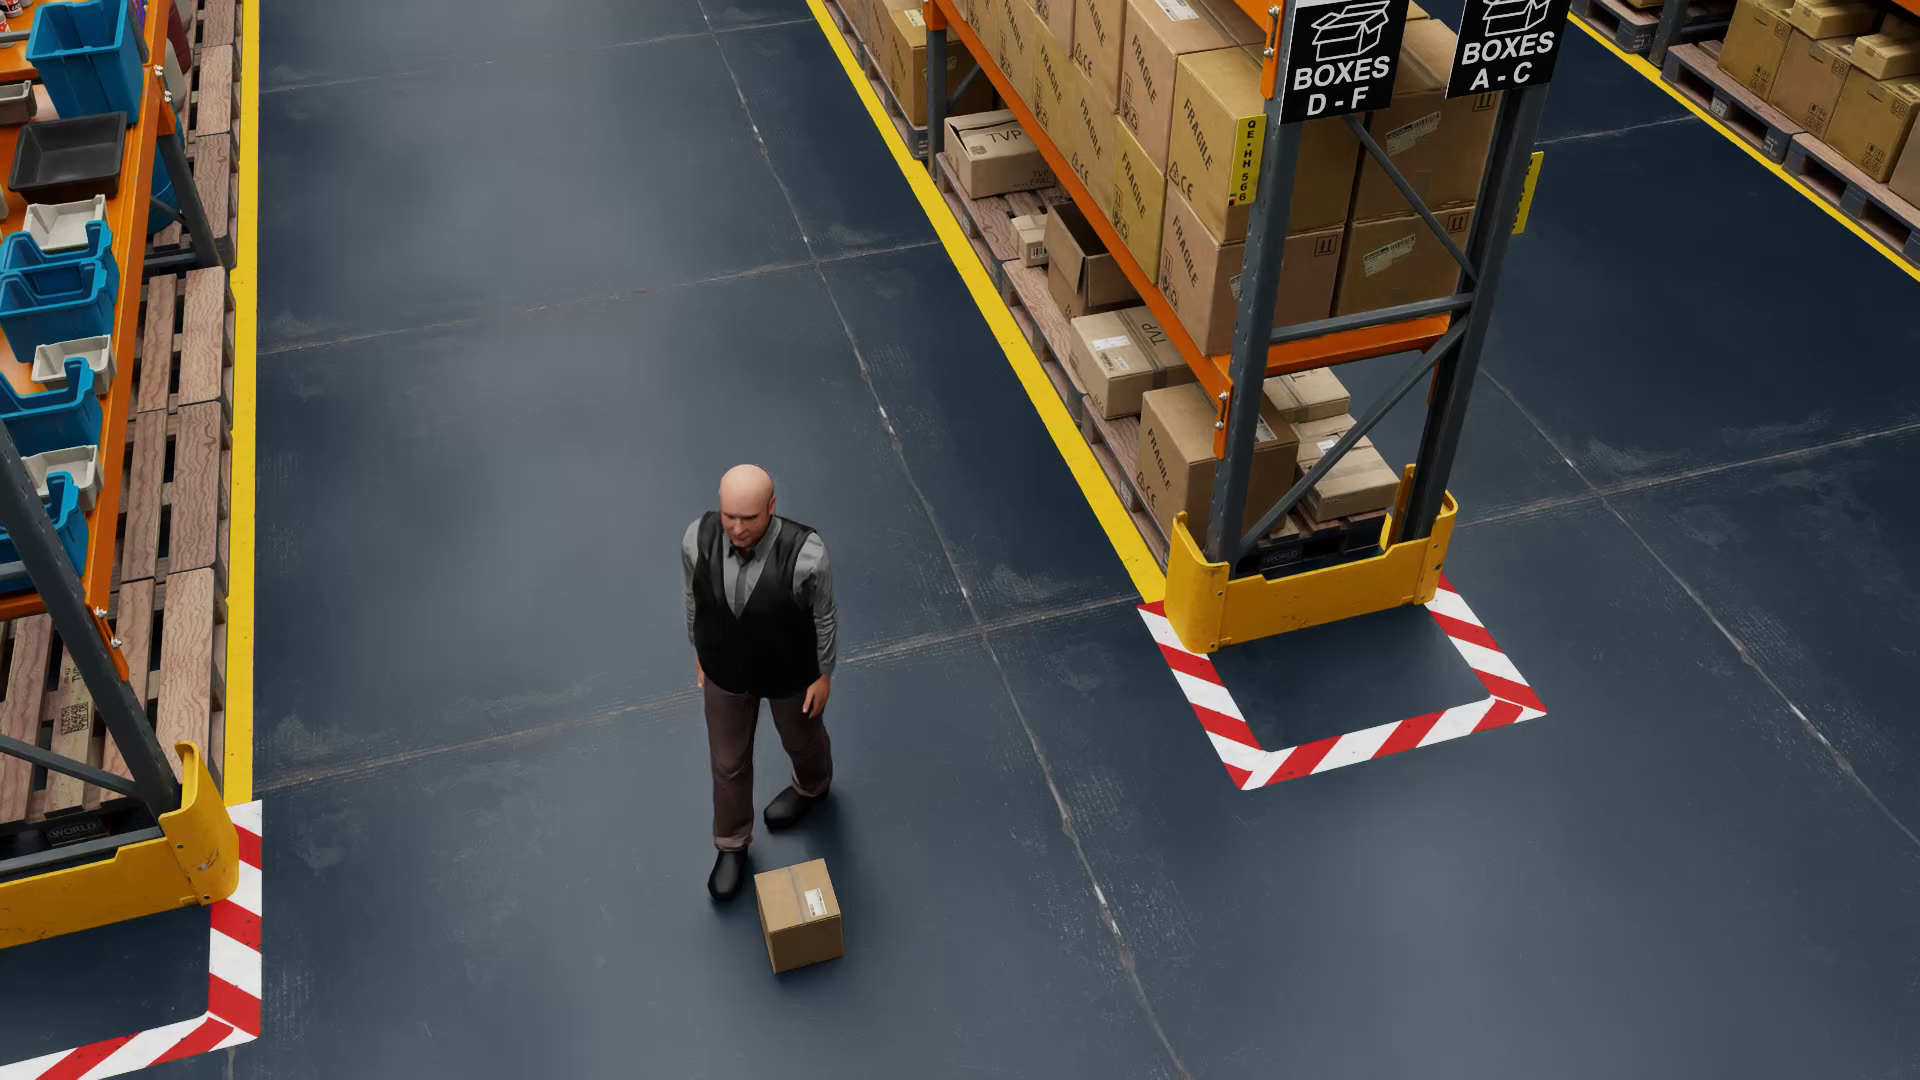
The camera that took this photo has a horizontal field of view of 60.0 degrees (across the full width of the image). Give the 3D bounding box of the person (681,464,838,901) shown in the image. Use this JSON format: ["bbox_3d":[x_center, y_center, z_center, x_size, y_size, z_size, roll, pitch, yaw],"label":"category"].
[{"bbox_3d":[-0.692,0.489,5.631,0.538,1.716,0.670,8,43,9],"label":"person"}]
